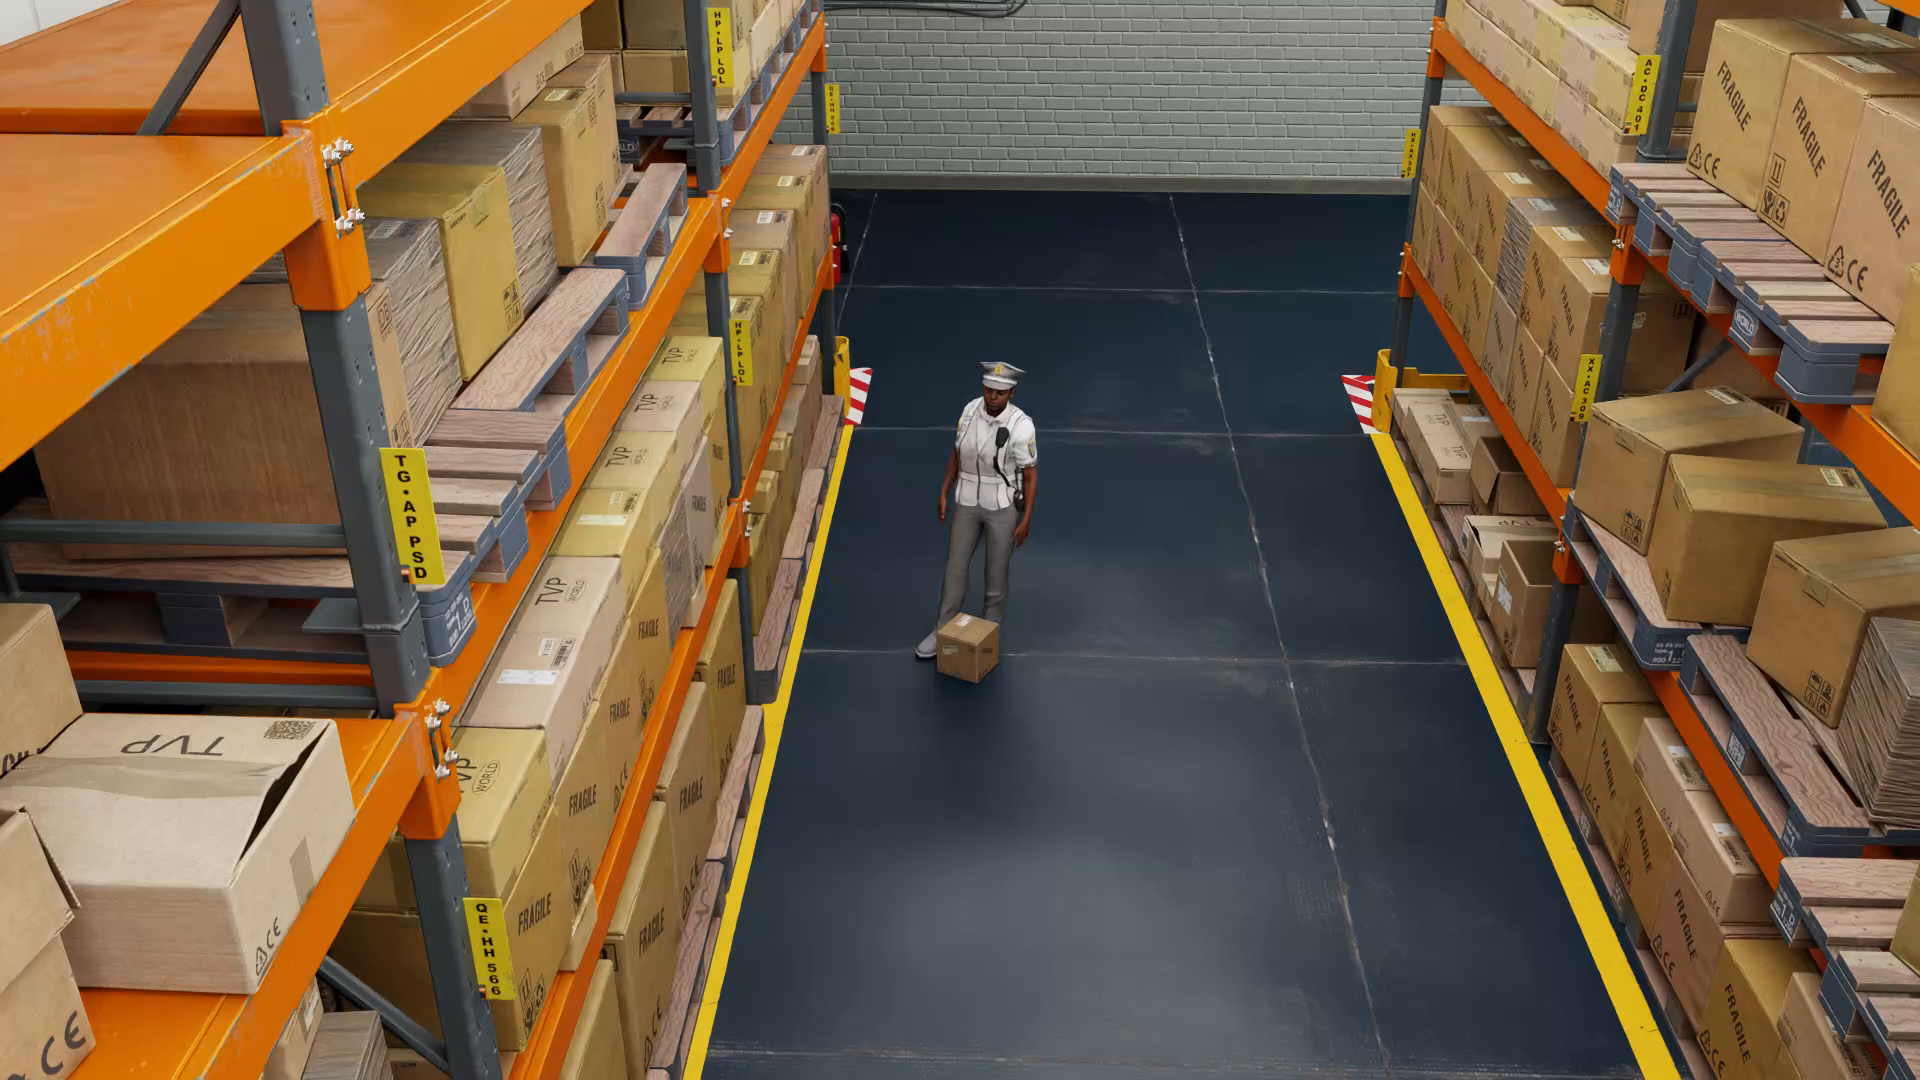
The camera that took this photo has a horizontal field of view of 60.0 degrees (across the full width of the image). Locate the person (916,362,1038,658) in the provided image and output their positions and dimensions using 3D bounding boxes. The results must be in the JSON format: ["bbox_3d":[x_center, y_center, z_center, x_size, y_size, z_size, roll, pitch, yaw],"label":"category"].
[{"bbox_3d":[0.105,-0.148,8.855,0.568,1.684,0.529,14,31,24],"label":"person"}]
